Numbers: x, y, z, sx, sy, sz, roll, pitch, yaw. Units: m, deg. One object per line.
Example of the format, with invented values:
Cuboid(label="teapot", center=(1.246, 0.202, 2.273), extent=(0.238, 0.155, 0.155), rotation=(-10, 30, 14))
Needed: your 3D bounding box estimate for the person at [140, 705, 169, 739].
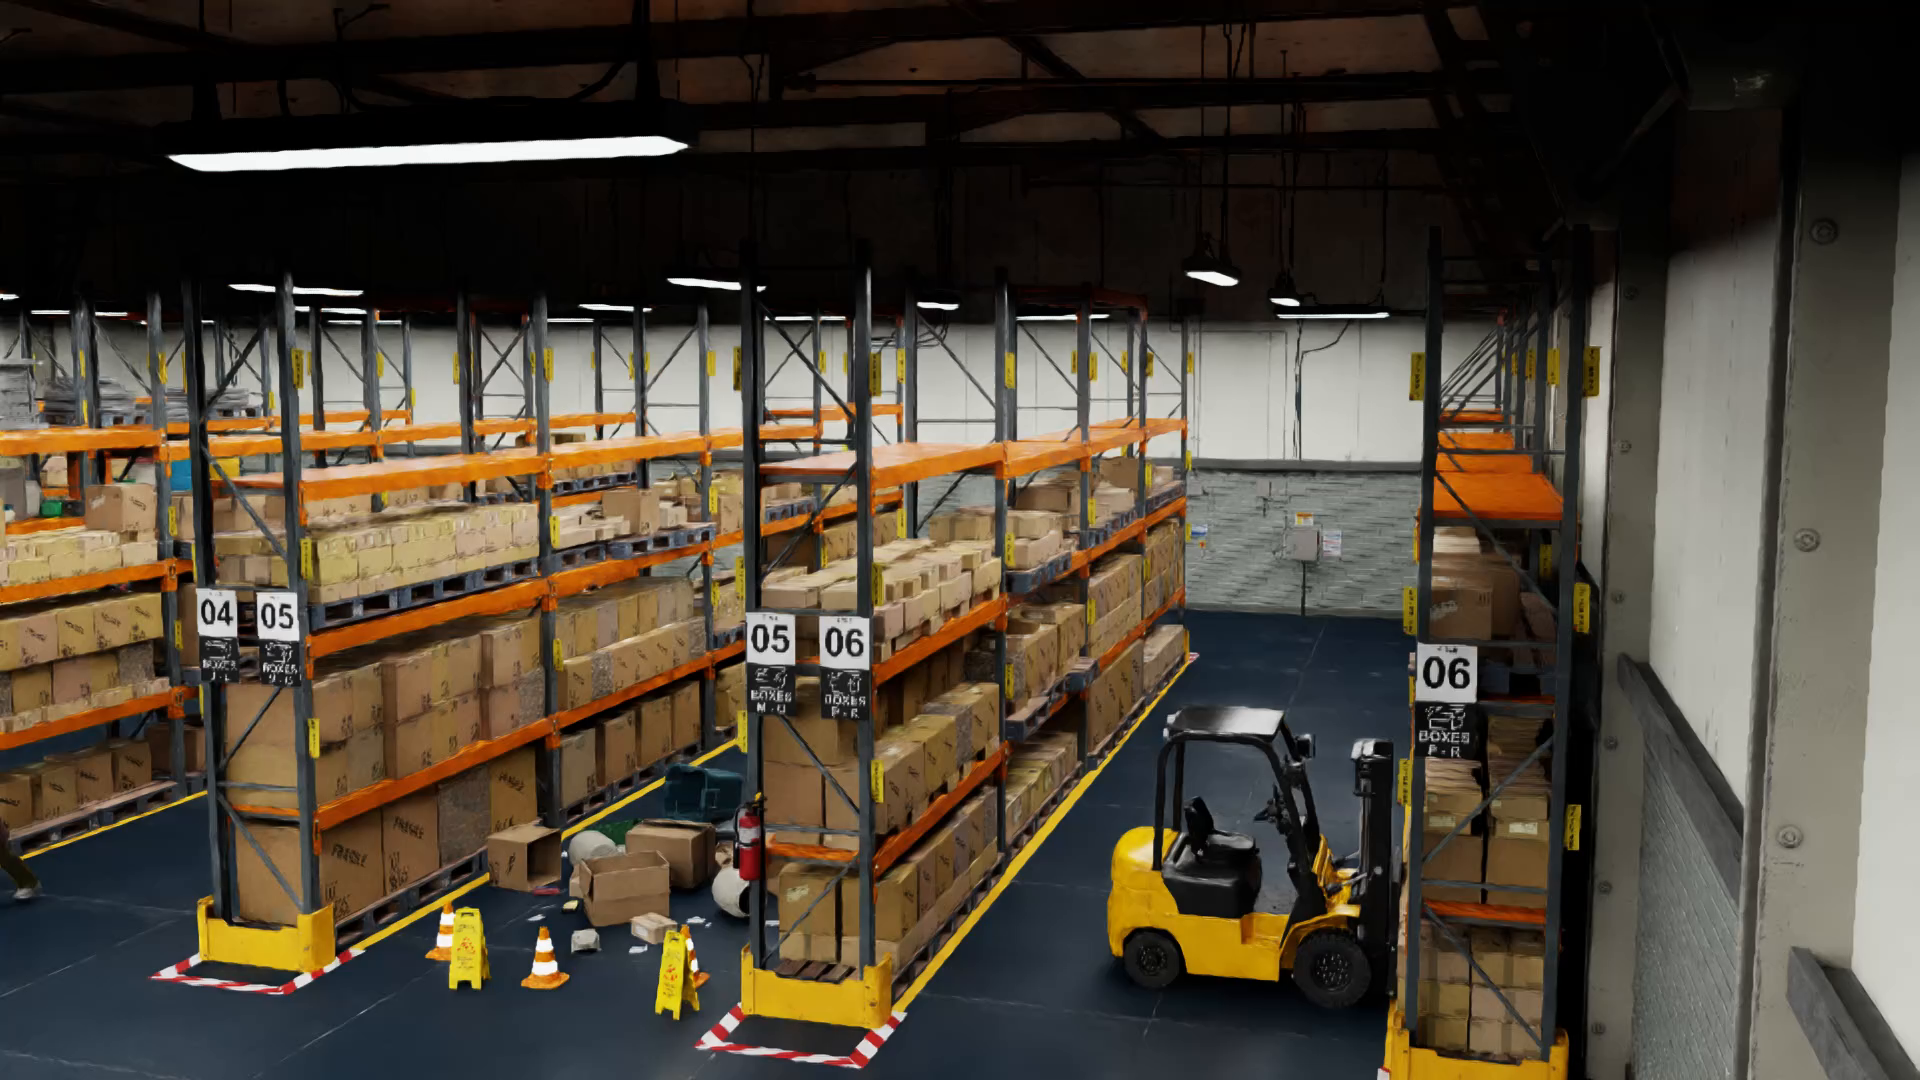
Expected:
Cuboid(label="person", center=(-10.418, 1.878, 21.459), extent=(0.574, 1.764, 0.669), rotation=(6, 9, 44))

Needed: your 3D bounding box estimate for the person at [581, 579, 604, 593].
Cuboid(label="person", center=(-5.800, 1.340, 26.558), extent=(0.677, 1.742, 0.552), rotation=(2, 7, 14))

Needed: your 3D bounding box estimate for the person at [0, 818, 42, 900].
Cuboid(label="person", center=(-9.078, 2.585, 15.391), extent=(0.611, 1.735, 0.999), rotation=(4, 7, 31))
